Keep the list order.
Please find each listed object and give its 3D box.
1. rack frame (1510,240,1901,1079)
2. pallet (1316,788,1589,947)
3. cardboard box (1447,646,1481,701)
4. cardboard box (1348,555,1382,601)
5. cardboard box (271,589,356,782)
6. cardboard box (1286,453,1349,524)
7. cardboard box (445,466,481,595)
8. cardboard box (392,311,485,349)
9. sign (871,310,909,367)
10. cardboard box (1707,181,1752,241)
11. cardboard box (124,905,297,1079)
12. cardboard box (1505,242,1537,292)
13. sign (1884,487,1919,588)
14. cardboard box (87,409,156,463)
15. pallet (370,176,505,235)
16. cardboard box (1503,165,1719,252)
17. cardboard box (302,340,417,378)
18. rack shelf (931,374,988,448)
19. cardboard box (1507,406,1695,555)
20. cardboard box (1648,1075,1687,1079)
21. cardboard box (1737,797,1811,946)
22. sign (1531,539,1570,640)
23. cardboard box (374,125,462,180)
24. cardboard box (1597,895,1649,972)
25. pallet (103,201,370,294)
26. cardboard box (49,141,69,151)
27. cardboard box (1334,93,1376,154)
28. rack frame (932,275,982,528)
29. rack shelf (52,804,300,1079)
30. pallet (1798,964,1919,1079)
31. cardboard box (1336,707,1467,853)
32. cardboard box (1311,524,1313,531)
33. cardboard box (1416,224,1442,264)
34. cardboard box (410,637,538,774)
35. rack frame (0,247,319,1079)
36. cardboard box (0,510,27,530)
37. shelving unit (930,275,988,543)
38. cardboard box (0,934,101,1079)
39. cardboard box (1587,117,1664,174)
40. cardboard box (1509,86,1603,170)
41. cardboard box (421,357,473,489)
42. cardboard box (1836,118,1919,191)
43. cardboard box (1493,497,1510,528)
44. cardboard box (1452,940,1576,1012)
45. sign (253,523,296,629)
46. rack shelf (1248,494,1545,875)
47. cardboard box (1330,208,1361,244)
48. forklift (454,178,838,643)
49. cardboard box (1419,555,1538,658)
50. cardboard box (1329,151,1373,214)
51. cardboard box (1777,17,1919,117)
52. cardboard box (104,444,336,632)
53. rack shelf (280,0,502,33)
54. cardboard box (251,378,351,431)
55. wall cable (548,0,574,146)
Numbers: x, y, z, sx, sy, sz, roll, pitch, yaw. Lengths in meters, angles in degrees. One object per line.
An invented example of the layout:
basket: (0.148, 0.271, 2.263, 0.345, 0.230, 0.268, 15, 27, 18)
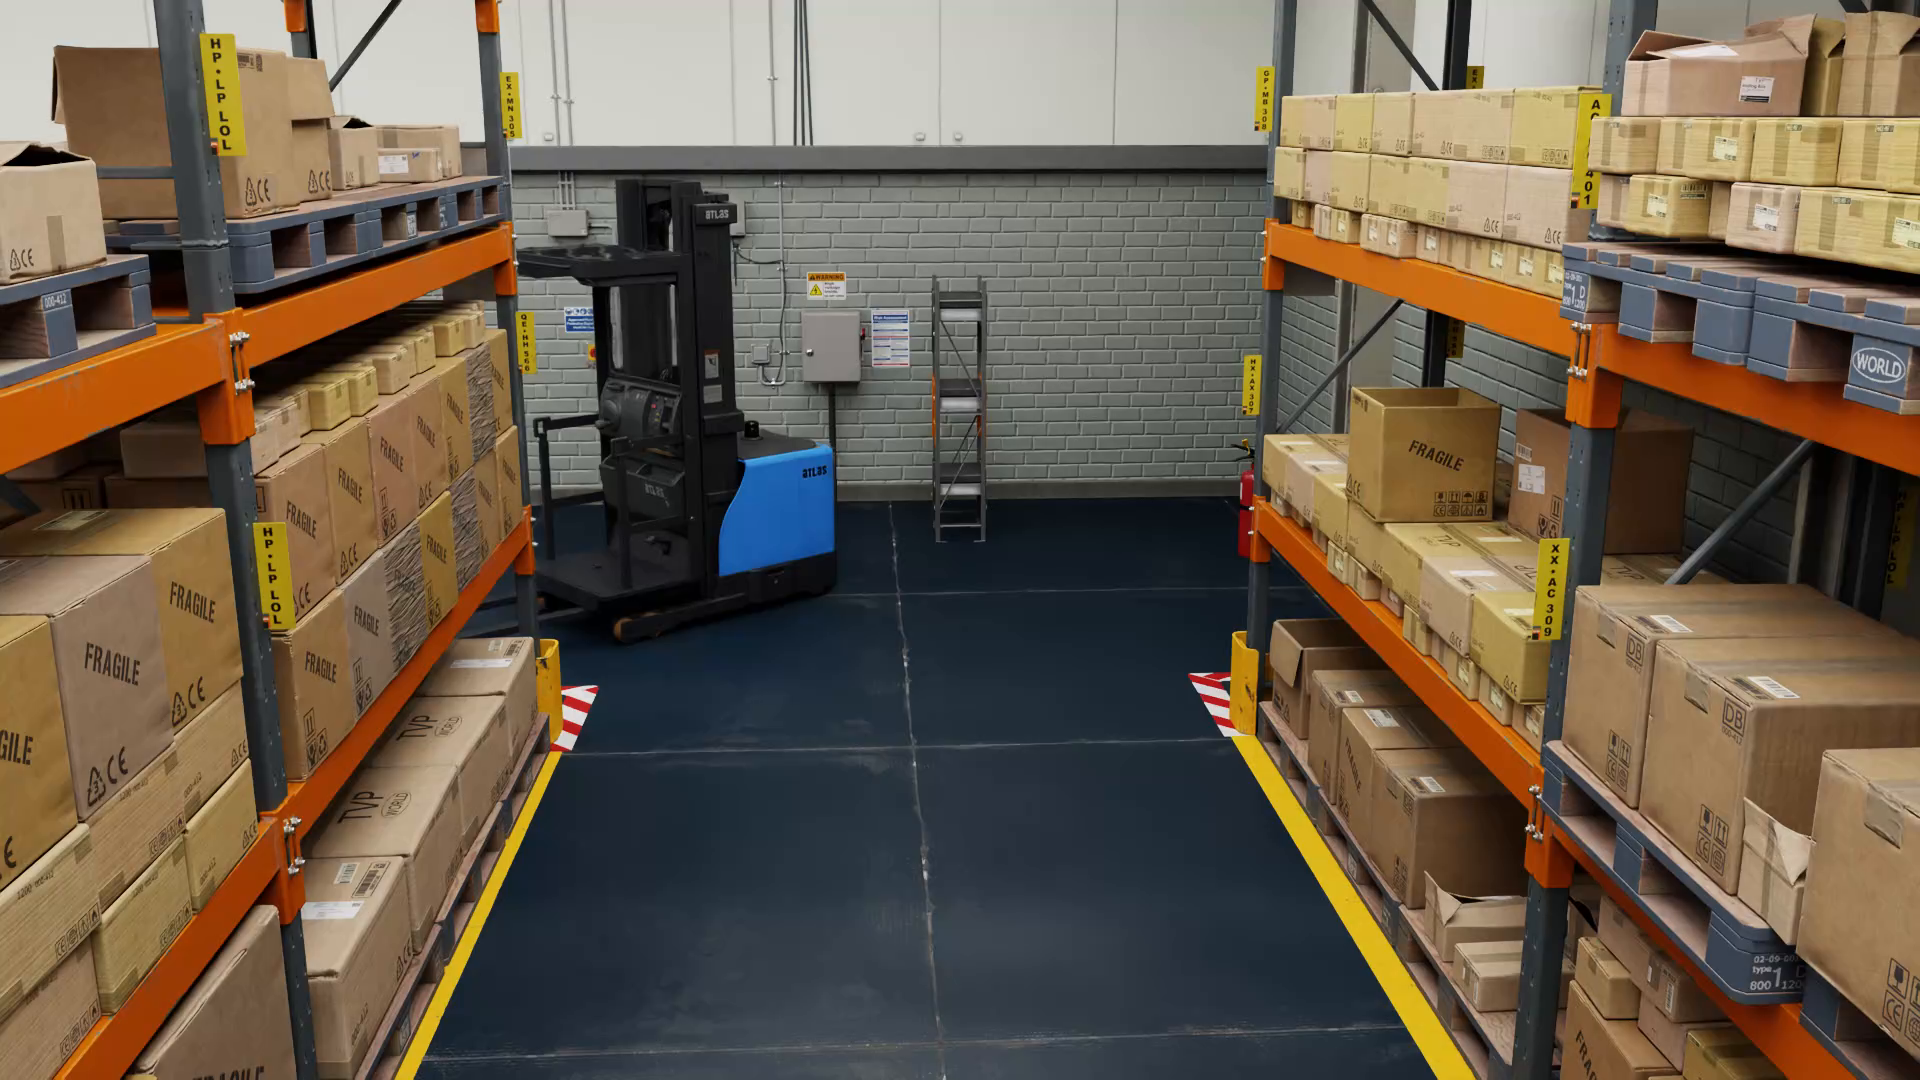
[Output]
rack frame: (2.380, 0.563, 5.318, 1.000, 3.000, 0.127, -1, 14, -3)
pallet: (2.260, 1.439, 7.511, 1.003, 0.211, 1.213, -1, 14, -3)
cardboard box: (2.030, 0.481, 6.142, 0.380, 0.149, 0.250, -1, 14, -2)
cardboard box: (1.946, 0.162, 7.380, 0.380, 0.149, 0.250, -1, 14, -2)
cardboard box: (-2.342, 0.472, 5.473, 0.500, 0.500, 0.500, 0, 14, -2)
cardboard box: (1.923, -0.261, 8.224, 0.500, 0.250, 0.500, -1, 14, -3)
cardboard box: (-2.470, -0.034, 7.437, 0.500, 0.500, 0.500, 0, 14, -2)
cardboard box: (-2.460, -0.989, 7.842, 0.380, 0.149, 0.250, -1, 14, -4)
sign: (-0.609, -1.765, 14.558, 0.329, 0.494, 0.001, -1, 14, -3)
cardboard box: (2.096, -0.813, 4.107, 0.380, 0.149, 0.250, -1, 14, -3)
cardboard box: (-2.456, 1.619, 4.634, 0.875, 0.875, 0.875, 0, 14, -2)
cardboard box: (2.051, -0.914, 5.542, 0.380, 0.149, 0.250, -1, 14, -4)
sign: (2.934, -0.007, 5.210, 0.100, 0.325, 0.005, -1, 14, -3)
cardboard box: (-2.819, -0.345, 5.338, 0.380, 0.149, 0.250, -1, 14, -2)
pallet: (-2.765, -1.579, 7.804, 1.003, 0.211, 1.213, -1, 14, -3)
cardboard box: (2.100, -1.077, 5.377, 0.500, 0.250, 0.500, -1, 14, -3)
cardboard box: (-2.468, -0.733, 6.845, 0.380, 0.149, 0.250, 0, 14, -2)
rack shelf: (-0.010, -1.045, 13.428, 0.431, 0.518, 0.480, -1, 14, -3)
cardboard box: (2.553, -0.246, 6.661, 0.500, 0.500, 0.500, -1, 14, -5)
cardboard box: (2.228, 1.826, 4.582, 0.500, 0.500, 0.500, -1, 14, -4)
cardboard box: (2.083, 0.776, 3.916, 0.396, 0.266, 0.258, 0, 14, -1)
sign: (1.839, 0.154, 5.170, 0.100, 0.325, 0.005, -1, 14, -3)
cardboard box: (-2.704, -1.875, 8.033, 0.500, 0.250, 0.500, -2, 15, -9)
cardboard box: (2.197, 1.205, 5.100, 0.380, 0.149, 0.250, -1, 14, -4)
pallet: (-2.614, -0.973, 5.445, 1.003, 0.211, 1.213, -1, 14, -3)
cardboard box: (-2.933, -1.153, 5.193, 0.396, 0.266, 0.258, 0, 14, -2)
cardboard box: (1.966, -1.832, 7.308, 0.500, 0.250, 0.500, -1, 14, -4)
rack frame: (-0.025, -1.119, 13.661, 0.400, 2.100, 0.015, -1, 14, -3)
rack shelf: (-2.450, 1.487, 3.173, 1.077, 0.370, 4.000, -1, 14, -3)
pallet: (2.503, 1.167, 3.355, 1.003, 0.211, 1.213, -1, 14, -3)
cardboard box: (2.023, 1.075, 7.501, 0.500, 0.500, 0.500, -1, 14, -2)
cardboard box: (1.992, -0.097, 8.386, 0.380, 0.149, 0.250, -1, 14, -4)
cardboard box: (2.023, -1.171, 6.543, 0.380, 0.149, 0.250, -1, 14, -3)
cardboard box: (-2.681, 0.846, 8.518, 0.875, 0.438, 0.875, -1, 14, -5)
rack frame: (-2.574, 0.641, 5.016, 1.000, 3.000, 0.127, -1, 14, -3)
cardboard box: (-2.834, 0.222, 4.437, 0.500, 0.500, 0.500, -1, 14, -3)
shelving unit: (-0.010, -1.058, 13.425, 0.431, 2.100, 0.503, -1, 14, -3)
cardboard box: (-2.252, 1.073, 3.635, 0.500, 0.250, 0.500, -1, 14, -5)
cardboard box: (1.961, -1.083, 4.558, 0.380, 0.149, 0.250, 0, 14, -2)
cardboard box: (2.108, -1.325, 5.337, 0.500, 0.250, 0.500, -1, 14, -3)
cardboard box: (-2.465, -0.518, 7.312, 0.500, 0.500, 0.500, -1, 14, -4)
cardboard box: (2.138, -0.827, 3.566, 0.380, 0.149, 0.250, -1, 14, -3)
cardboard box: (2.514, -0.011, 7.254, 0.500, 0.250, 0.500, -1, 14, -4)
cardboard box: (2.052, 1.606, 6.142, 0.380, 0.149, 0.250, -1, 14, -5)
sign: (-2.033, 0.108, 4.924, 0.100, 0.325, 0.005, -1, 14, -3)
rack shelf: (2.256, 0.414, 7.341, 1.077, 0.370, 4.000, -1, 14, -3)
cardboard box: (1.897, -1.422, 7.519, 0.380, 0.149, 0.250, -1, 14, -4)
forklift: (-2.313, -0.888, 11.094, 3.031, 2.935, 1.130, -13, 19, -41)
cardboard box: (2.059, 0.244, 6.260, 0.500, 0.250, 0.500, -1, 14, -3)
cardboard box: (1.958, -1.588, 7.361, 0.500, 0.250, 0.500, -1, 14, -5)
cardboard box: (2.467, -1.289, 4.530, 0.396, 0.266, 0.258, -1, 14, -4)
cardboard box: (-2.362, -0.014, 5.354, 0.500, 0.500, 0.500, -1, 14, -3)
rack shelf: (-2.698, -2.220, 6.341, 1.077, 0.370, 4.000, -1, 14, -3)
cardboard box: (-2.379, -0.478, 5.854, 0.380, 0.149, 0.250, -1, 14, -4)
wall cable: (-3.455, -4.670, 13.617, 0.463, 3.000, 0.029, -1, 14, -3)
